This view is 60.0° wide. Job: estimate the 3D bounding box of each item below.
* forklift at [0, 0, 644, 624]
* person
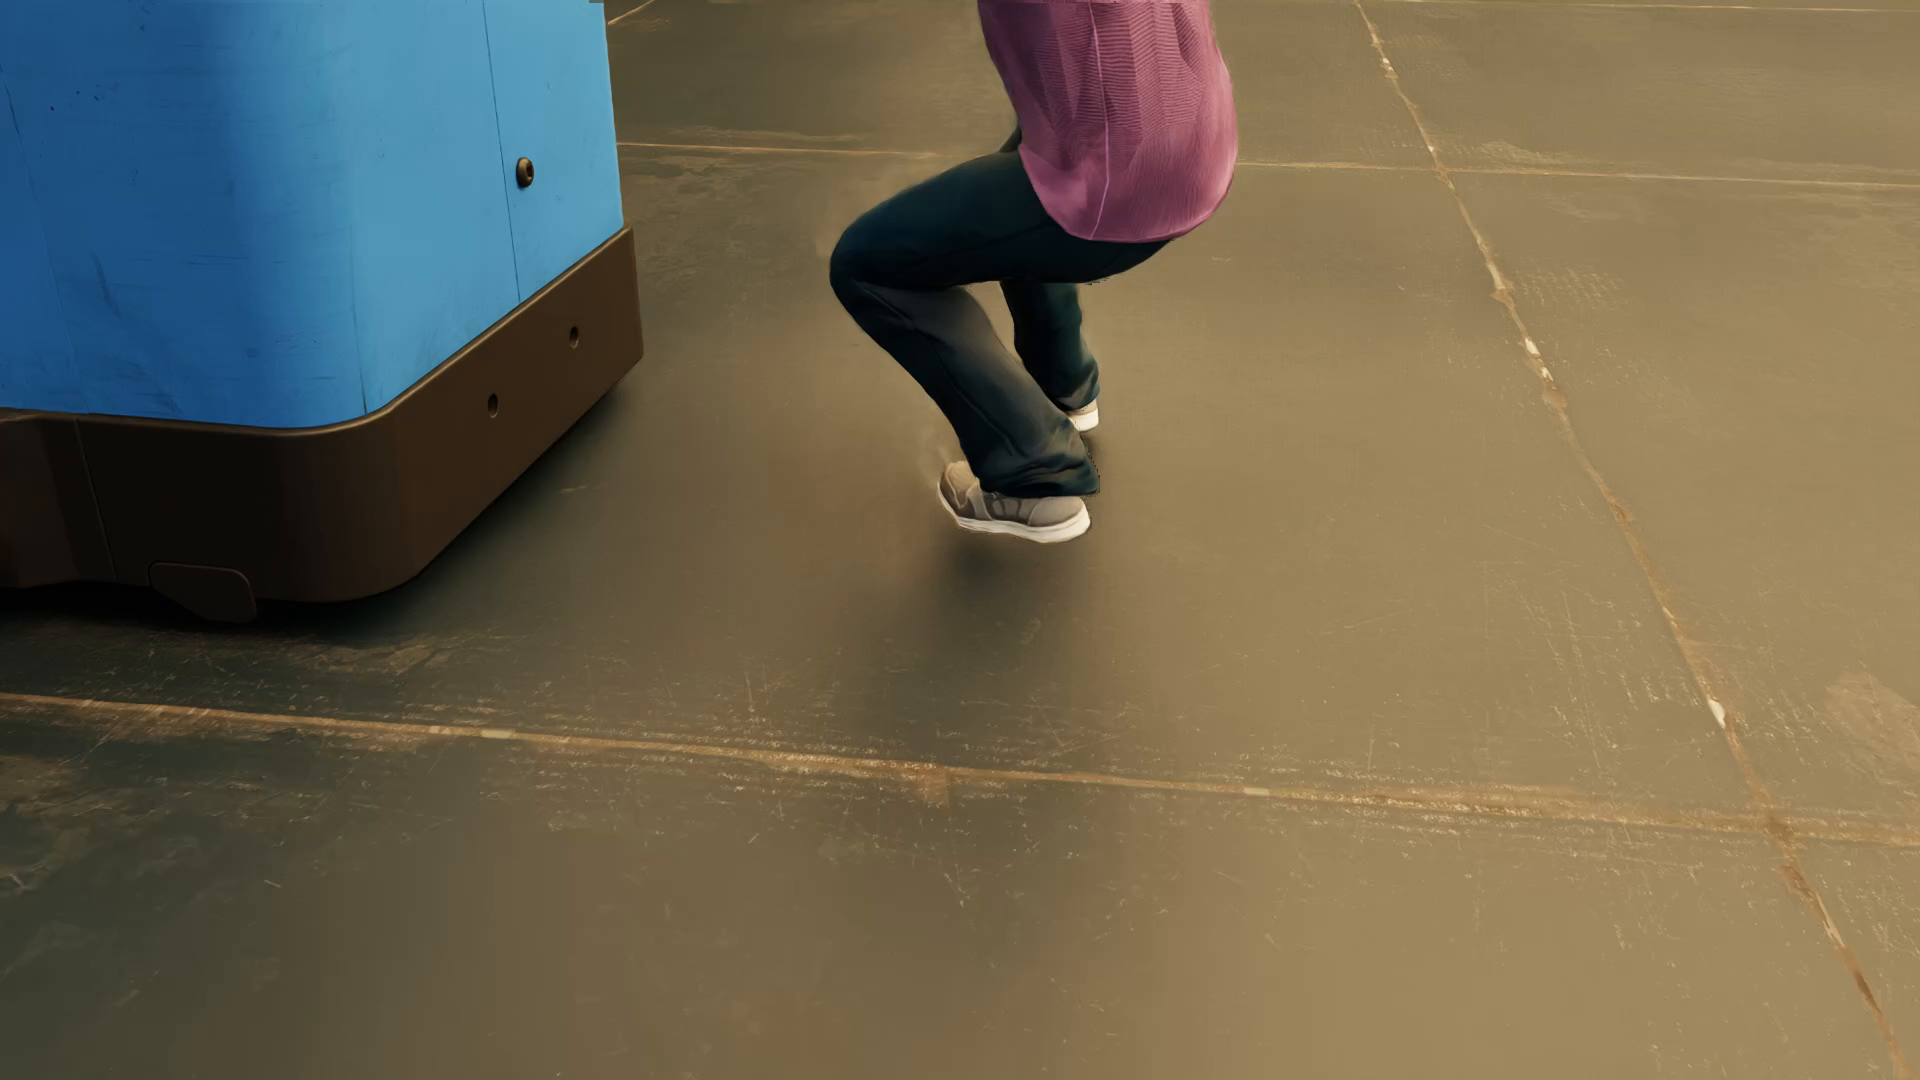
[{"bbox_3d":[-2.140,-1.513,2.249,3.031,2.935,1.130,5,27,10],"label":"forklift"},{"bbox_3d":[-0.024,-0.537,2.101,0.733,1.331,1.413,8,28,15],"label":"person"}]
